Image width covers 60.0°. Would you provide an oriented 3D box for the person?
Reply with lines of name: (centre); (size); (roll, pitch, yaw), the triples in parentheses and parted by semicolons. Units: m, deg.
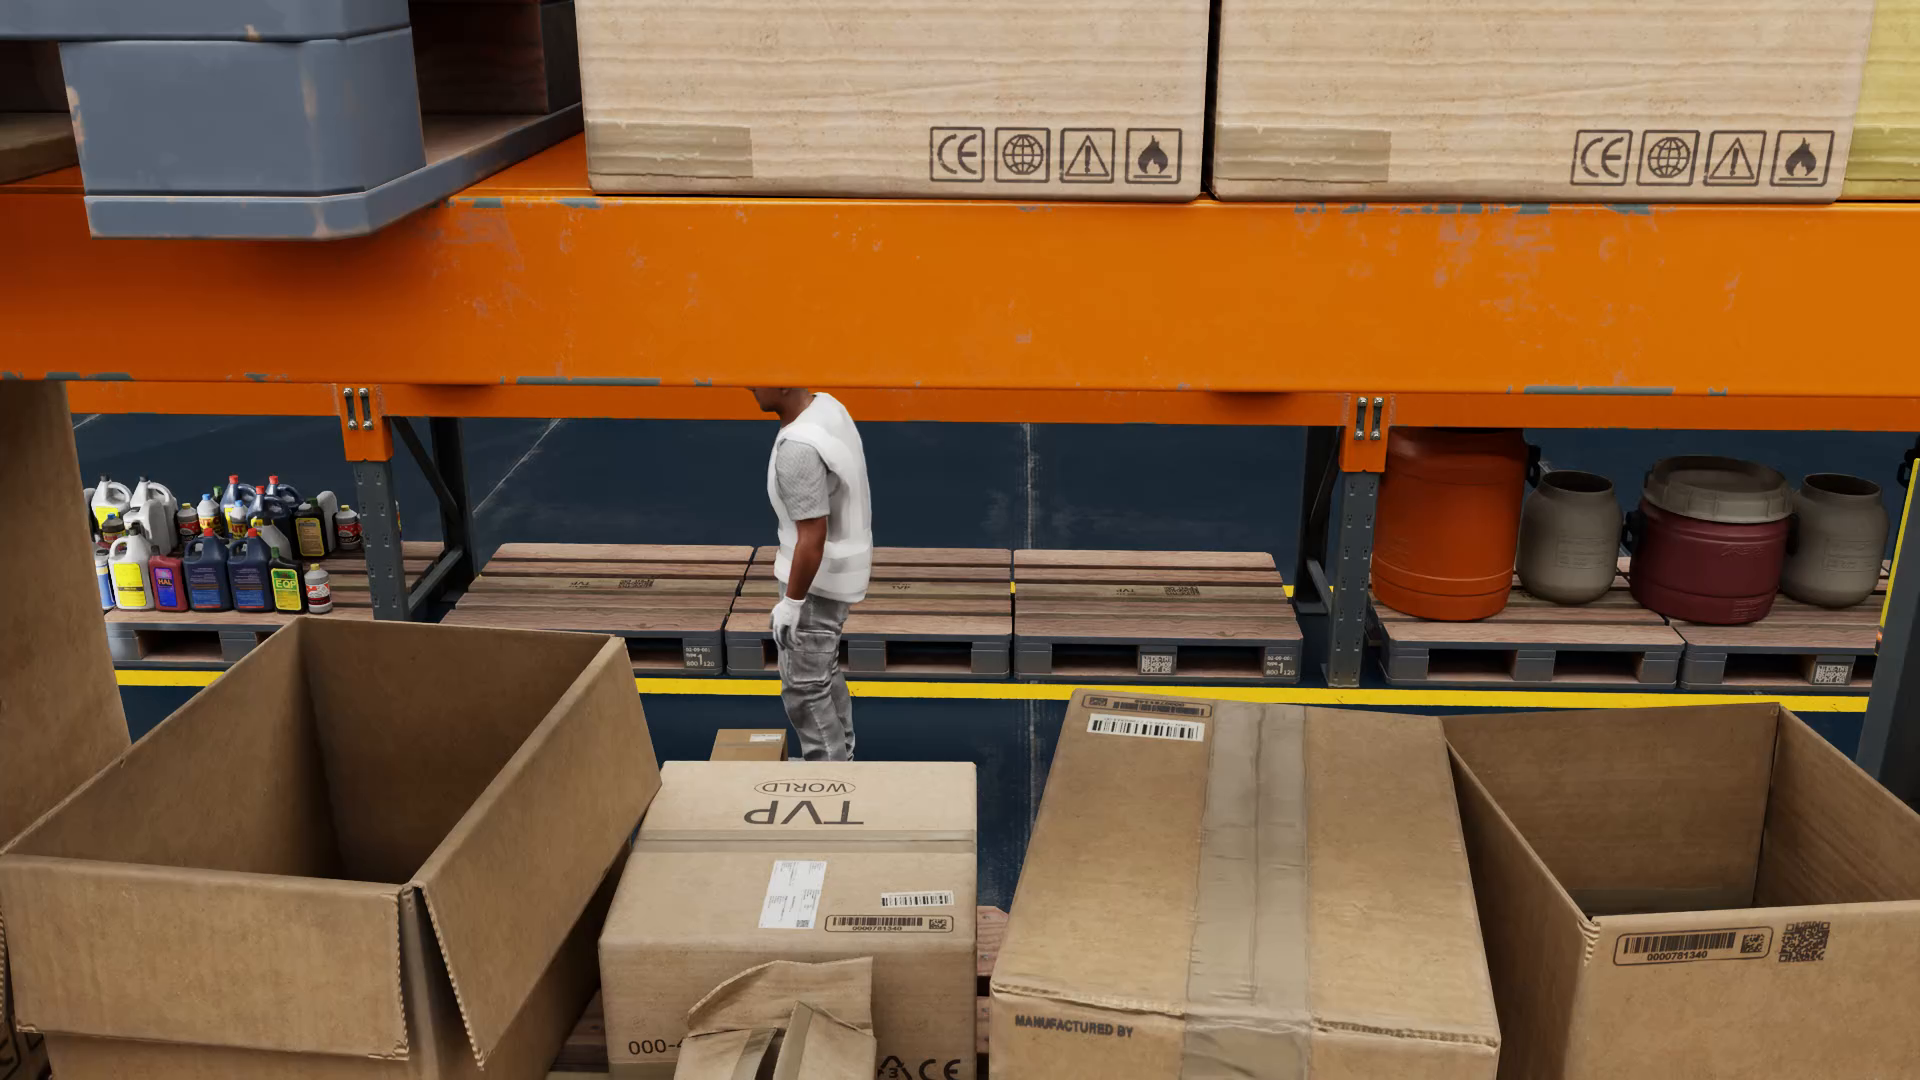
person: (-0.522, 0.131, 5.713); (0.446, 1.775, 0.618); (1, 21, 2)
